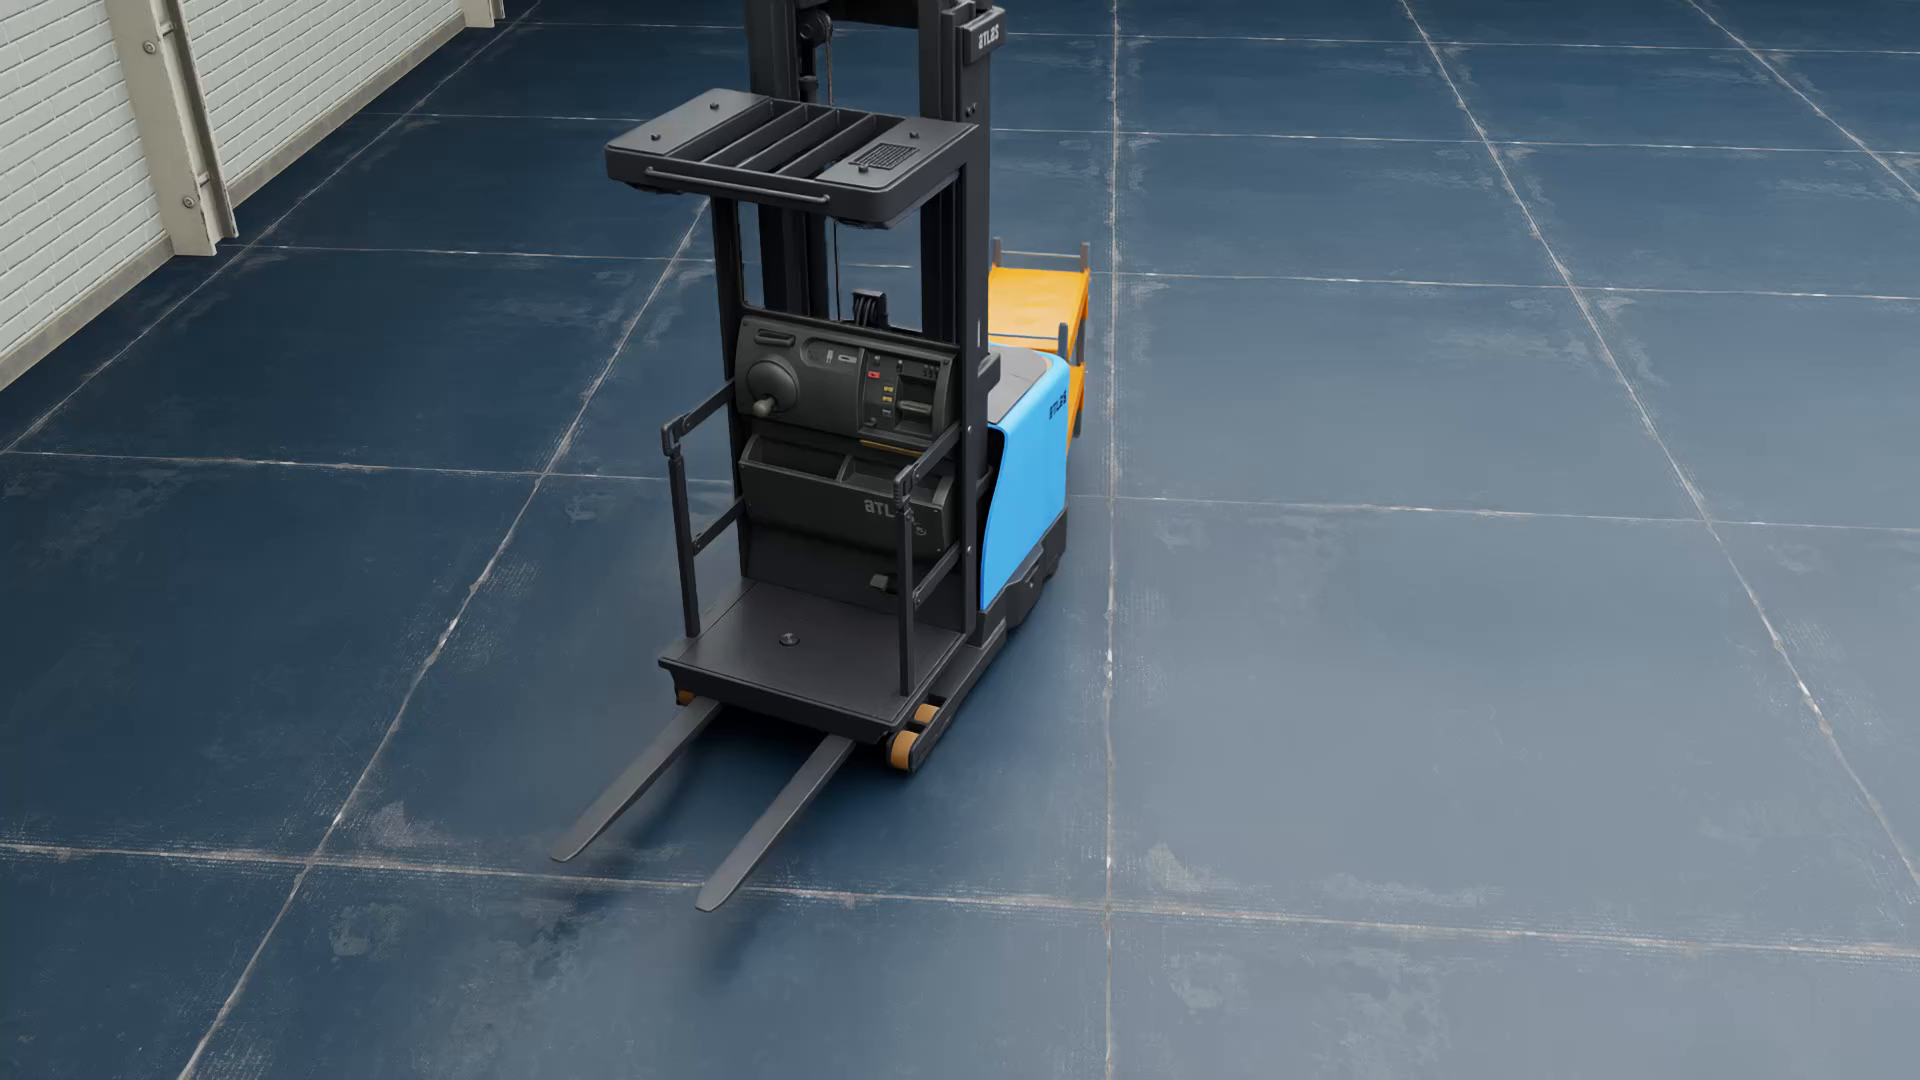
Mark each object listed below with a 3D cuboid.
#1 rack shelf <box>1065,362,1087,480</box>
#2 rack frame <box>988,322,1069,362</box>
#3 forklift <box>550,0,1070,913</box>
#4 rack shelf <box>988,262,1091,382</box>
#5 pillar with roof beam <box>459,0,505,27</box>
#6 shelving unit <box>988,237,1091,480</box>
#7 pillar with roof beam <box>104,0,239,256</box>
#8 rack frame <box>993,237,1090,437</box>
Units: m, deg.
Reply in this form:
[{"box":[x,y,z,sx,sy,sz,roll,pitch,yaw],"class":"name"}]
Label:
[{"box":[0.339,-0.602,8.621,0.538,0.278,1.000,5,32,8],"class":"rack shelf"},{"box":[0.257,-0.547,8.066,0.500,1.125,0.032,5,32,8],"class":"rack frame"},{"box":[-0.551,-0.569,6.380,1.130,2.935,3.031,13,34,20],"class":"forklift"},{"box":[0.339,-1.060,8.339,0.538,0.278,1.000,5,32,8],"class":"rack shelf"},{"box":[-0.485,-8.845,14.026,9.100,9.000,0.400,2,32,4],"class":"pillar with roof beam"},{"box":[0.339,-0.810,8.493,0.538,1.125,1.048,5,32,8],"class":"shelving unit"},{"box":[-0.973,-5.708,8.935,9.100,9.000,0.400,2,32,4],"class":"pillar with roof beam"},{"box":[0.421,-1.074,8.920,0.500,1.125,0.032,5,32,8],"class":"rack frame"}]
